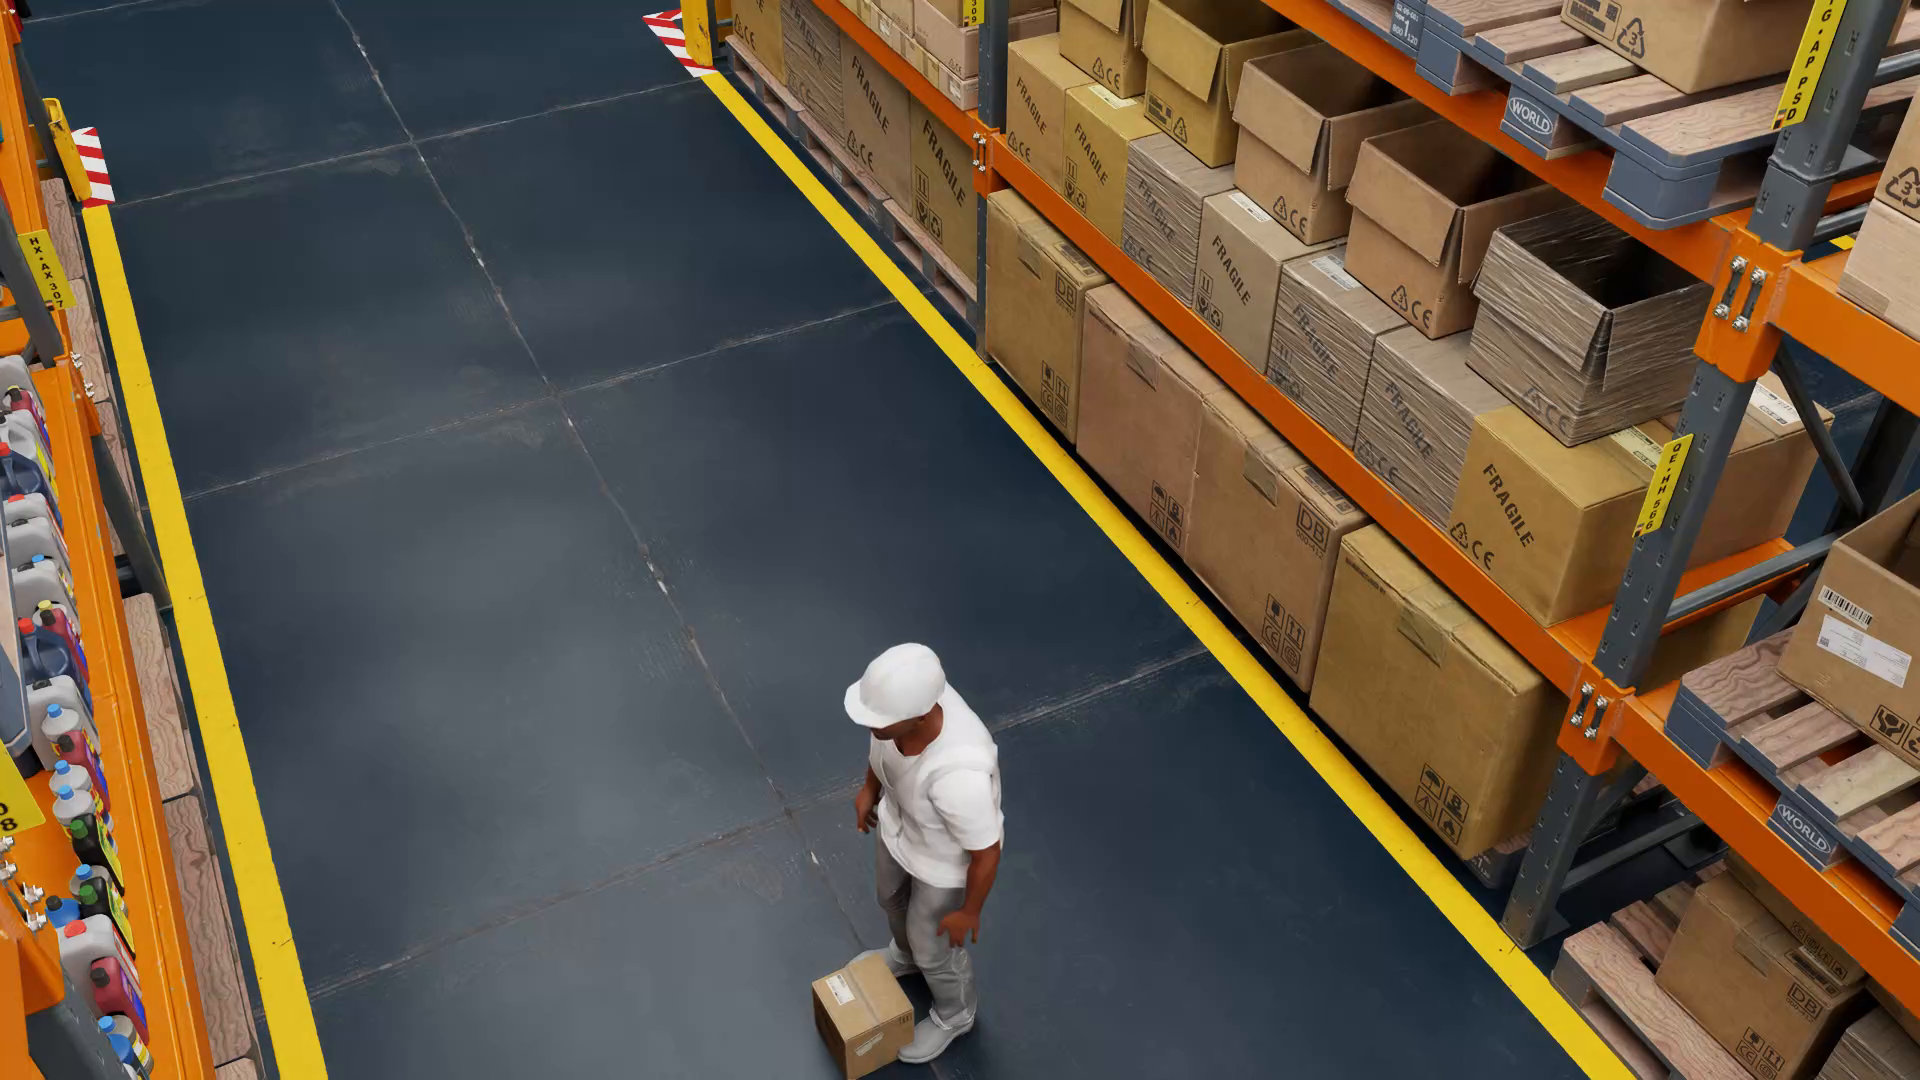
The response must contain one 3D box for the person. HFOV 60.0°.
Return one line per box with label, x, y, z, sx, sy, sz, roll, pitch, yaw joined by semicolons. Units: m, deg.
person;-0.117;0.937;5.068;0.456;1.760;0.635;-21;45;-23
